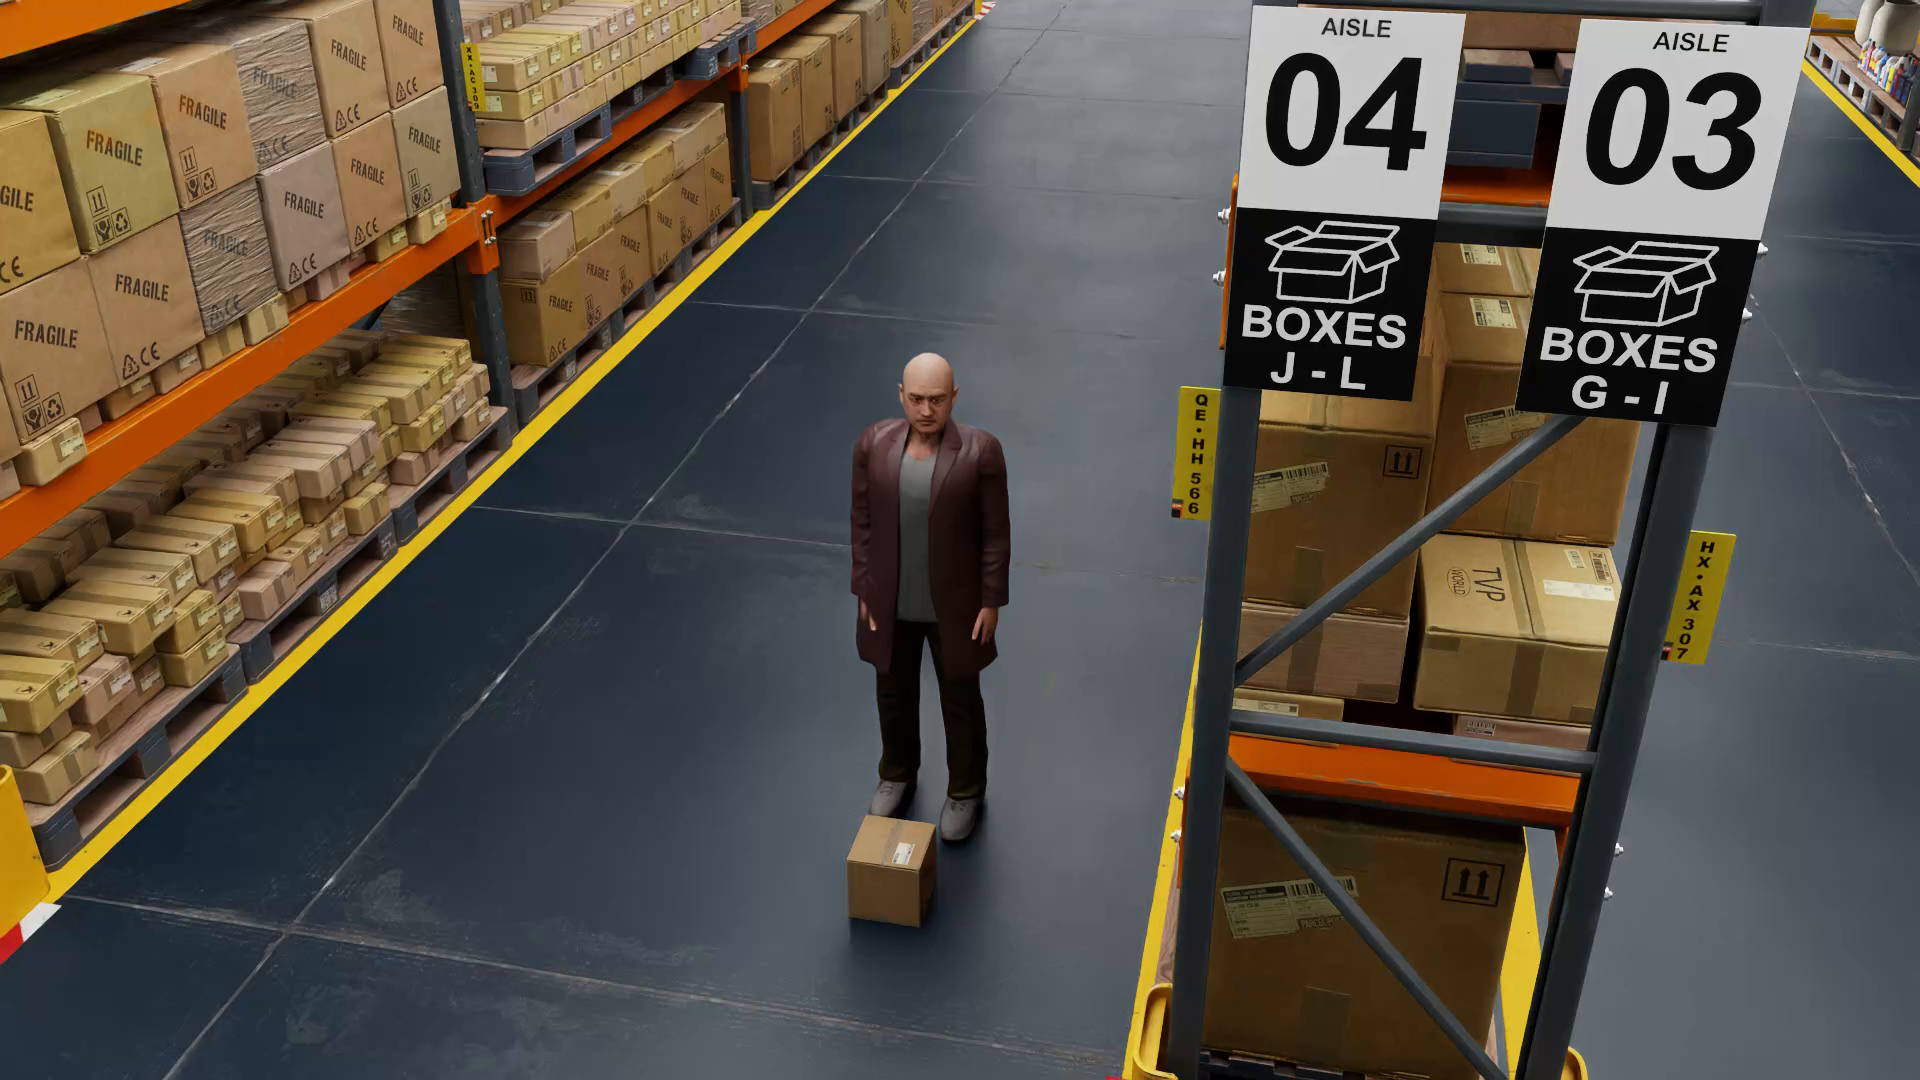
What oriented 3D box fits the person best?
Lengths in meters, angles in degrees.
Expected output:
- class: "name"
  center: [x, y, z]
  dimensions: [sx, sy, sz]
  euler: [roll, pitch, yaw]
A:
- class: "person"
  center: [-0.111, 0.213, 5.739]
  dimensions: [0.562, 1.782, 0.405]
  euler: [6, 29, 11]
